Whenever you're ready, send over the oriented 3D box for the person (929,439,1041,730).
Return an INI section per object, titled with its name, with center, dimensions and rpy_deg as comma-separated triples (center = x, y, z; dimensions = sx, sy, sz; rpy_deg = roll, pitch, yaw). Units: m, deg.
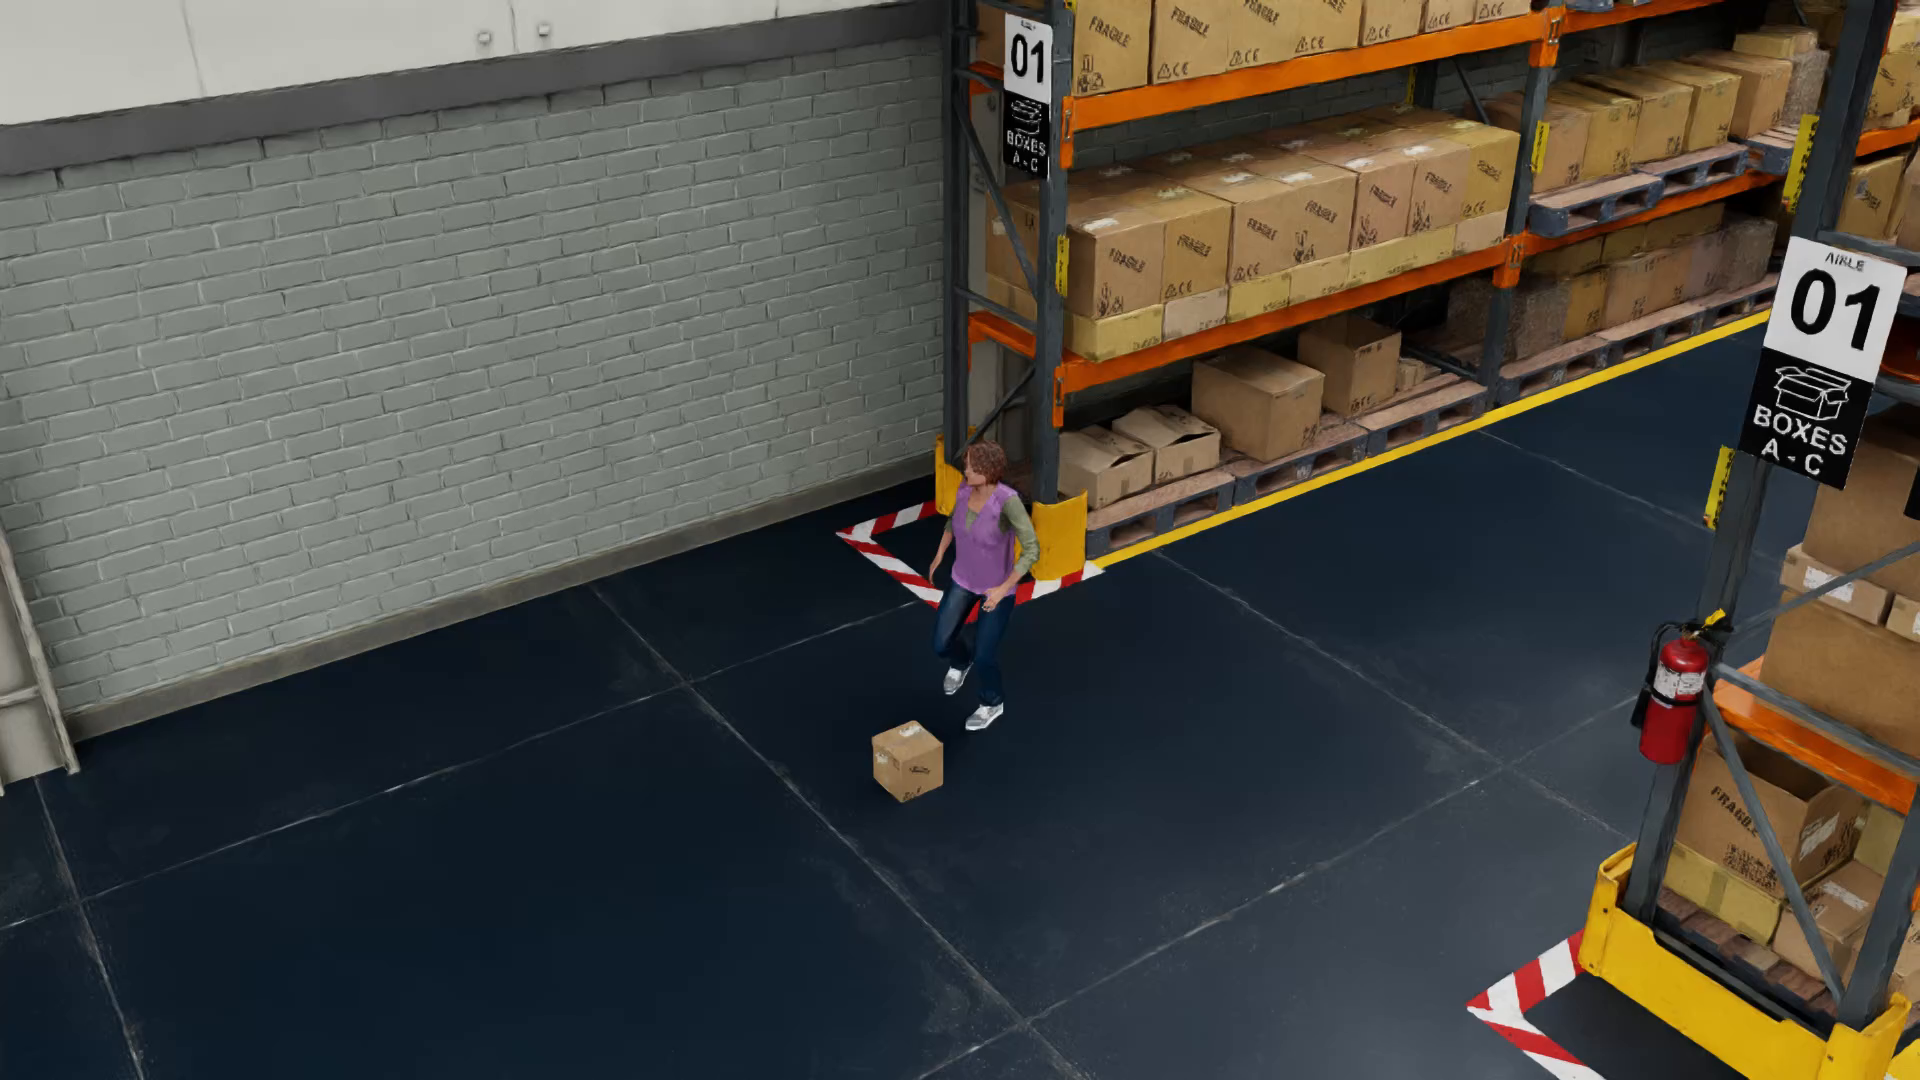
[person]
center = 0.108, 0.244, 8.229
dimensions = 0.585, 1.567, 0.439
rpy_deg = 17, 33, 28
